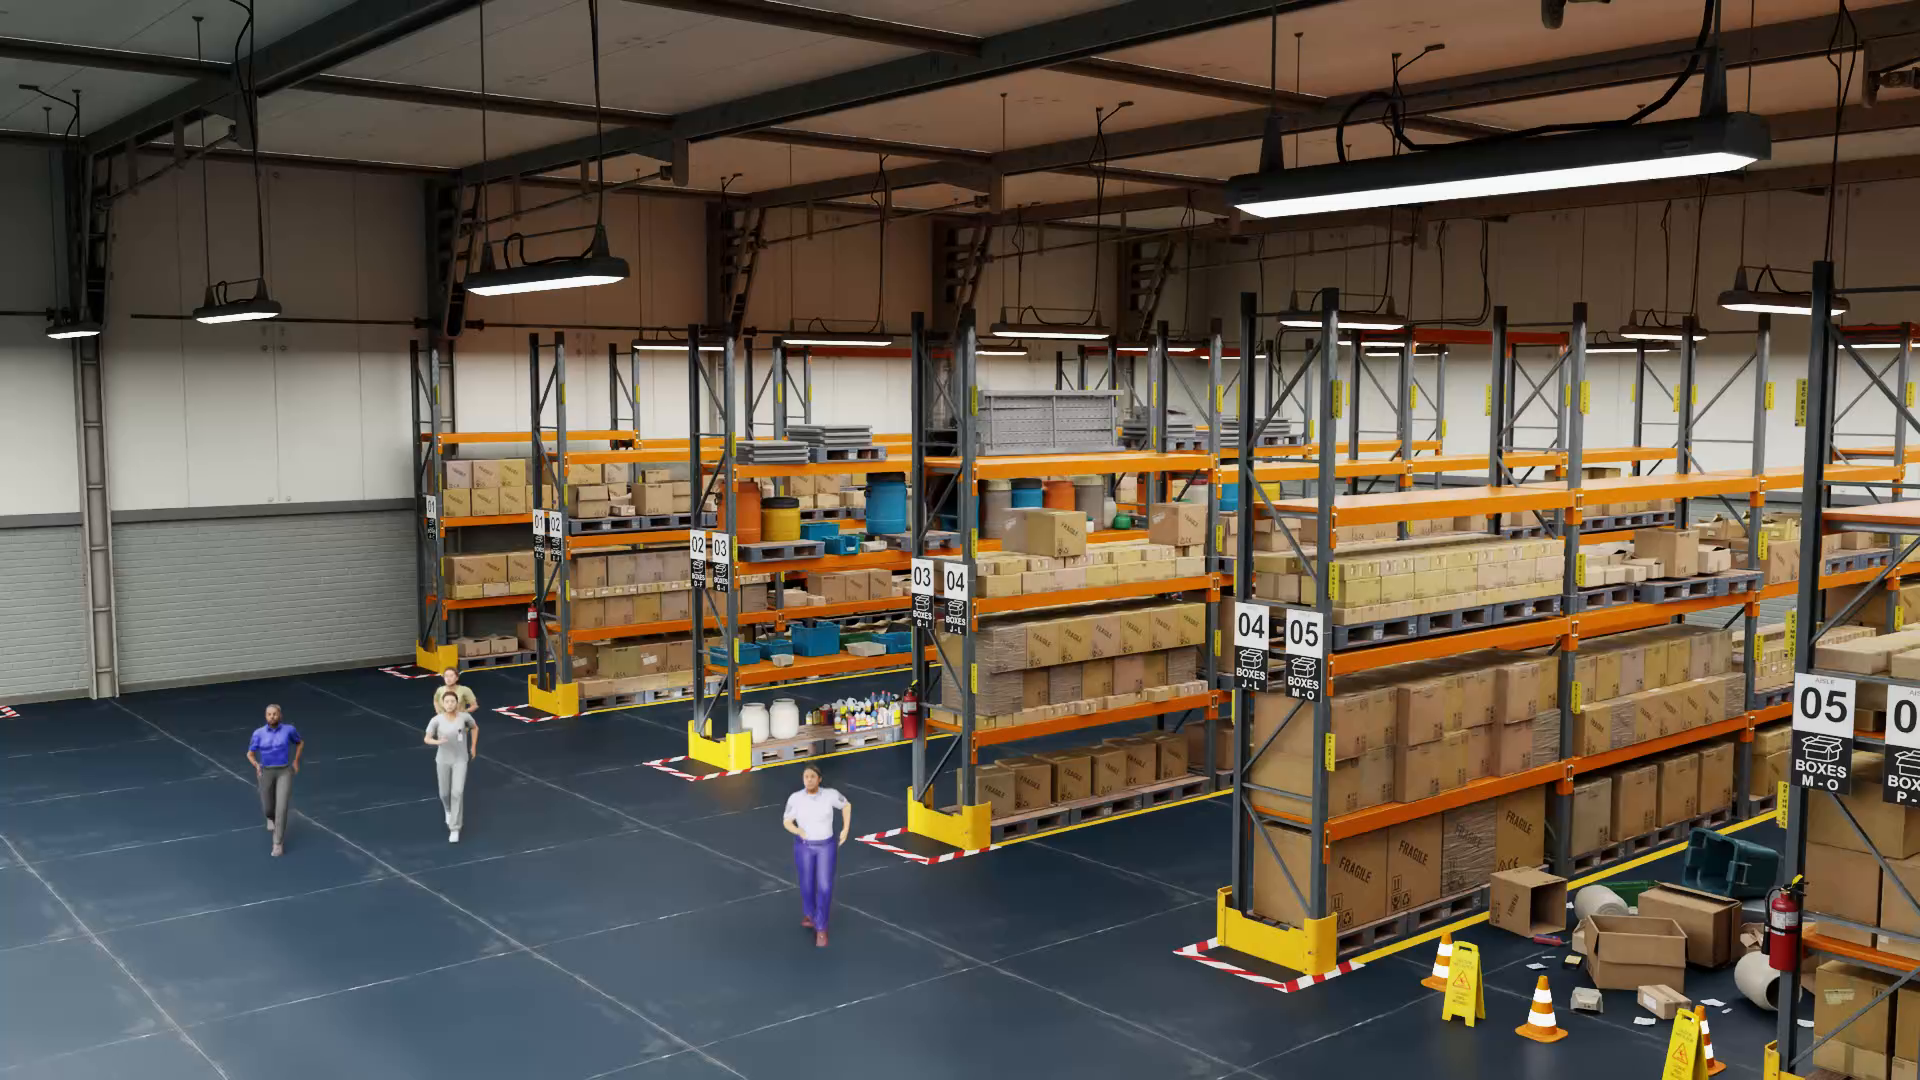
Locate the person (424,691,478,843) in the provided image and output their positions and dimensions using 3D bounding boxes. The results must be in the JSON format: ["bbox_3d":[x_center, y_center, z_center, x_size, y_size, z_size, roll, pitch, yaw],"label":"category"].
[{"bbox_3d":[-5.826,2.546,19.071,0.584,1.662,0.929,-1,5,-14],"label":"person"}]

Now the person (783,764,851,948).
[{"bbox_3d":[-1.345,2.935,15.572,0.608,1.683,0.733,0,5,2],"label":"person"}]

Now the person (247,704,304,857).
[{"bbox_3d":[-7.652,2.646,18.617,0.588,1.653,0.827,-2,6,-20],"label":"person"}]

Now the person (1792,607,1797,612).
[{"bbox_3d":[12.931,1.917,25.561,0.841,1.793,0.667,-3,6,-31],"label":"person"}]

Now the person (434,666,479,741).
[{"bbox_3d":[-6.297,2.407,20.792,0.558,1.694,0.894,-1,5,-12],"label":"person"}]
